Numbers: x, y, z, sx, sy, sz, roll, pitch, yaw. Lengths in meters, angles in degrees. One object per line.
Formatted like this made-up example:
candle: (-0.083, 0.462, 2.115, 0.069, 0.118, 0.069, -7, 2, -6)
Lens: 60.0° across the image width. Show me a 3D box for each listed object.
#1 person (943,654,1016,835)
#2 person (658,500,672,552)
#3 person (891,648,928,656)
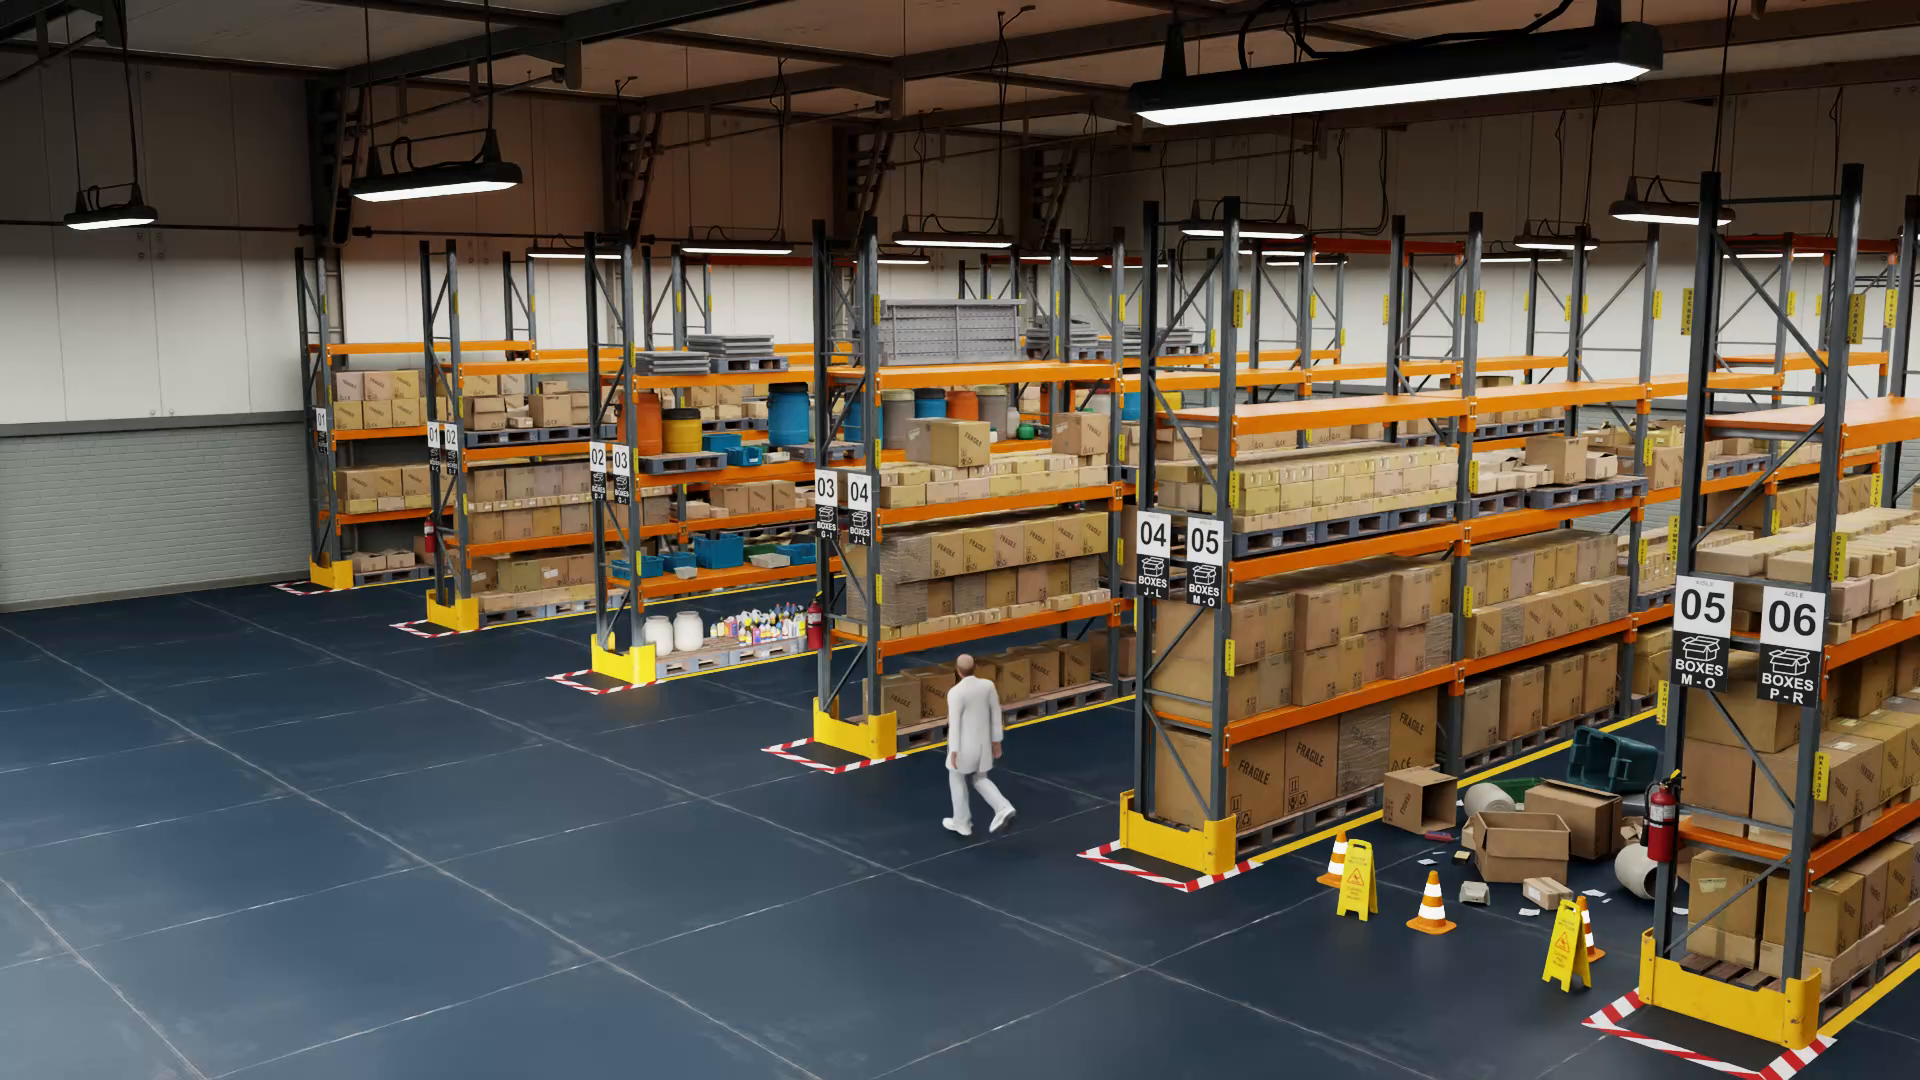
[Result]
person: (0.161, 1.972, 15.873, 0.592, 1.758, 0.837, -7, 11, -39)
person: (-5.547, -0.225, 31.308, 0.534, 1.654, 0.600, 6, 10, 33)
person: (-0.756, 0.812, 24.140, 0.700, 1.786, 0.570, -8, 12, -44)
